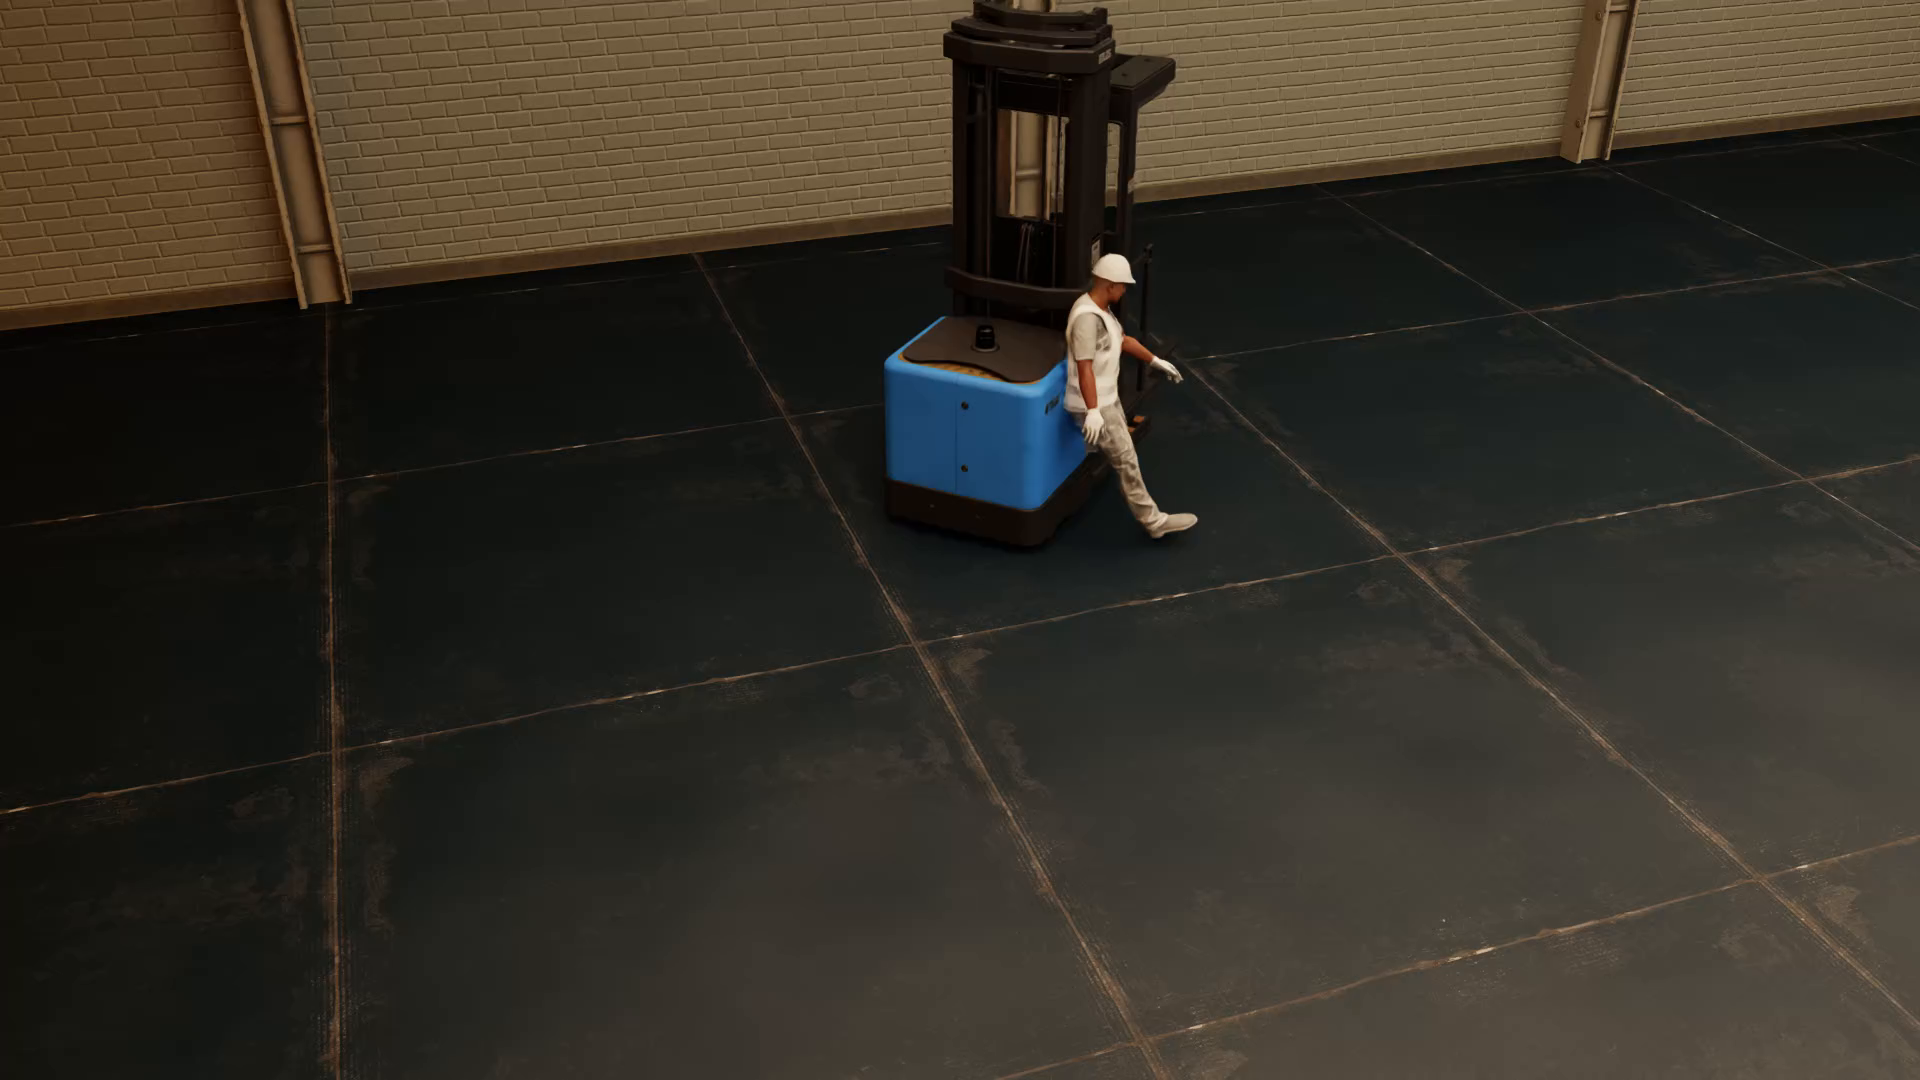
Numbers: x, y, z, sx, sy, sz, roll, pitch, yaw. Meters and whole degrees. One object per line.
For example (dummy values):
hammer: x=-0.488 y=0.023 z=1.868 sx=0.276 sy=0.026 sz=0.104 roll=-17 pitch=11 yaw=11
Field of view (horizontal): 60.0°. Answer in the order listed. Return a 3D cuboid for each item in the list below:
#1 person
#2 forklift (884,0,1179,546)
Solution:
person: x=0.970 y=-0.863 z=9.836 sx=0.961 sy=1.669 sz=0.904 roll=3 pitch=30 yaw=6
forklift: x=0.637 y=-1.945 z=10.468 sx=1.130 sy=2.935 sz=3.031 roll=14 pitch=33 yaw=22
